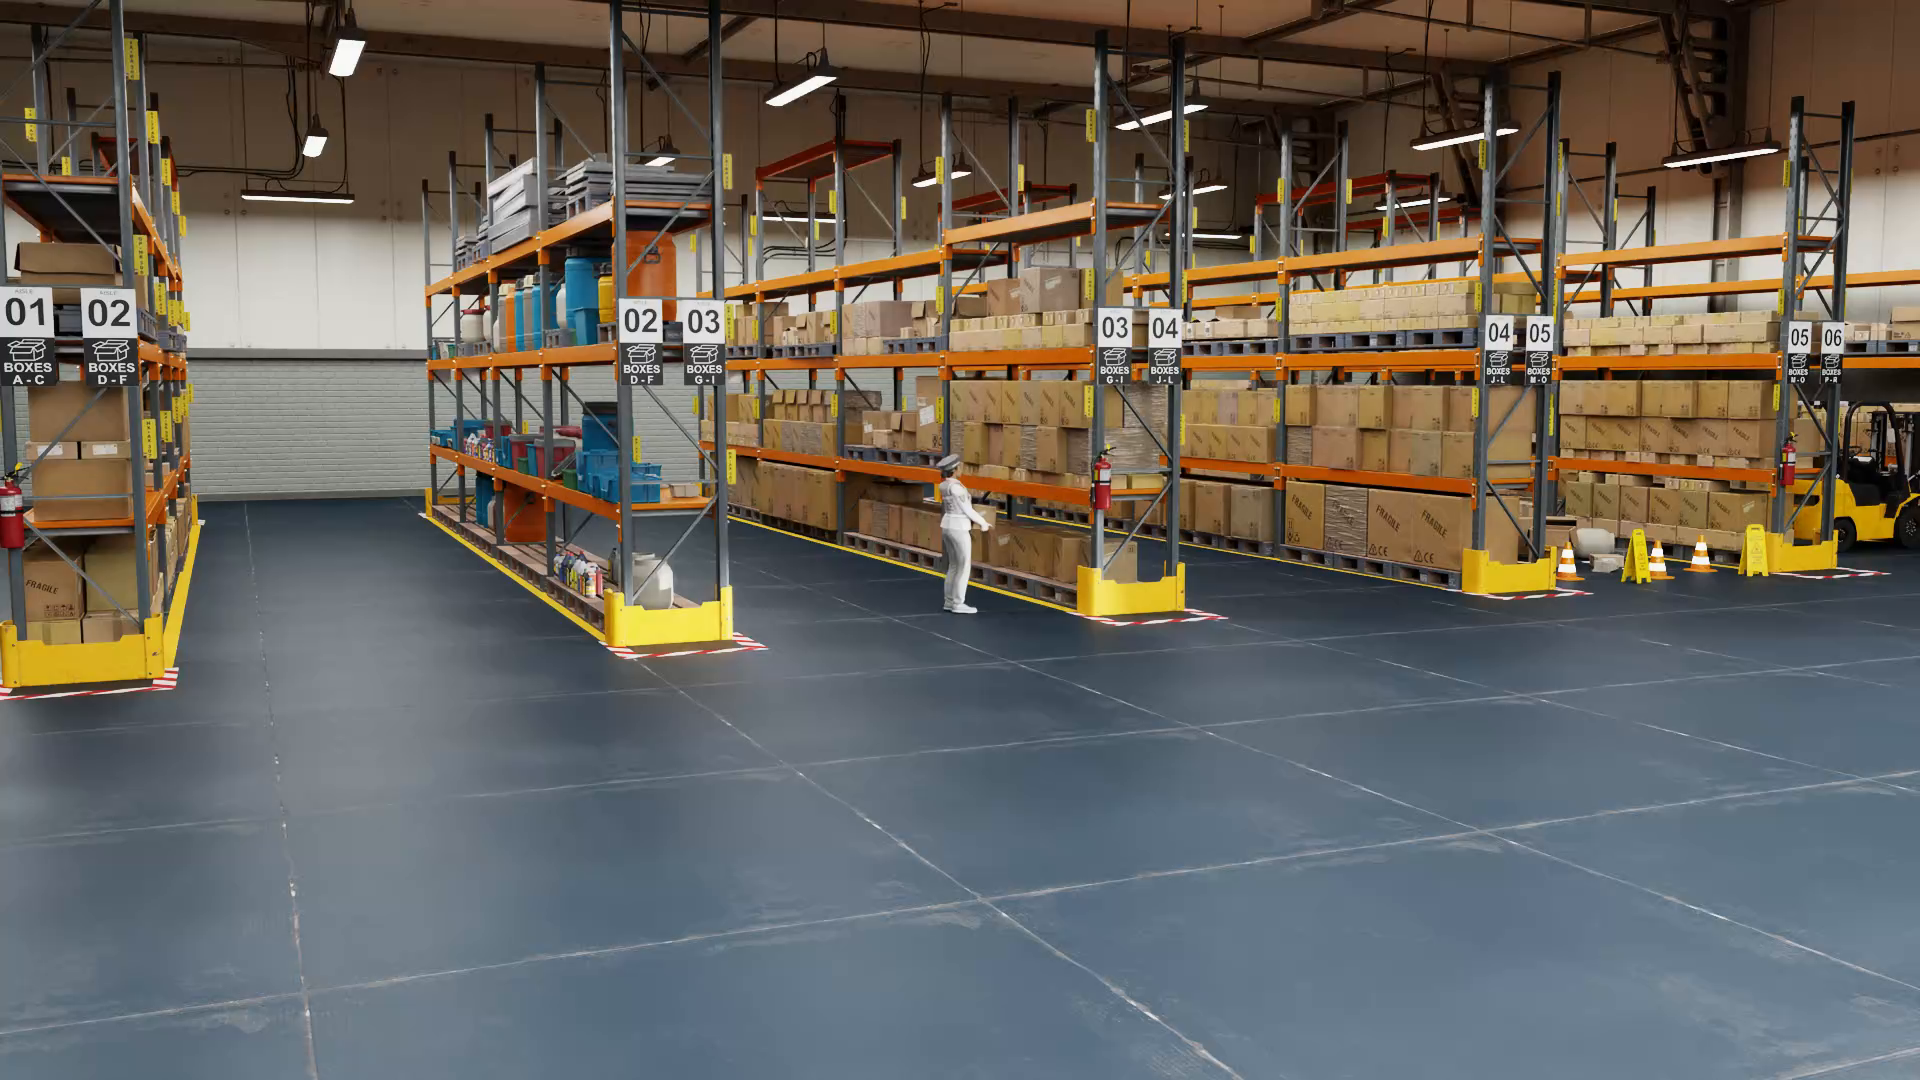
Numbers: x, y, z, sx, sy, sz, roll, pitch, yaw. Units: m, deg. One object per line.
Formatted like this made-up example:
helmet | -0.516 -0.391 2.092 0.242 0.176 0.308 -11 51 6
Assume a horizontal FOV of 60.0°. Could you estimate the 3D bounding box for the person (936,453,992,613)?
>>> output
person | 0.029 -0.077 17.669 0.563 1.686 0.460 -2 6 -24
